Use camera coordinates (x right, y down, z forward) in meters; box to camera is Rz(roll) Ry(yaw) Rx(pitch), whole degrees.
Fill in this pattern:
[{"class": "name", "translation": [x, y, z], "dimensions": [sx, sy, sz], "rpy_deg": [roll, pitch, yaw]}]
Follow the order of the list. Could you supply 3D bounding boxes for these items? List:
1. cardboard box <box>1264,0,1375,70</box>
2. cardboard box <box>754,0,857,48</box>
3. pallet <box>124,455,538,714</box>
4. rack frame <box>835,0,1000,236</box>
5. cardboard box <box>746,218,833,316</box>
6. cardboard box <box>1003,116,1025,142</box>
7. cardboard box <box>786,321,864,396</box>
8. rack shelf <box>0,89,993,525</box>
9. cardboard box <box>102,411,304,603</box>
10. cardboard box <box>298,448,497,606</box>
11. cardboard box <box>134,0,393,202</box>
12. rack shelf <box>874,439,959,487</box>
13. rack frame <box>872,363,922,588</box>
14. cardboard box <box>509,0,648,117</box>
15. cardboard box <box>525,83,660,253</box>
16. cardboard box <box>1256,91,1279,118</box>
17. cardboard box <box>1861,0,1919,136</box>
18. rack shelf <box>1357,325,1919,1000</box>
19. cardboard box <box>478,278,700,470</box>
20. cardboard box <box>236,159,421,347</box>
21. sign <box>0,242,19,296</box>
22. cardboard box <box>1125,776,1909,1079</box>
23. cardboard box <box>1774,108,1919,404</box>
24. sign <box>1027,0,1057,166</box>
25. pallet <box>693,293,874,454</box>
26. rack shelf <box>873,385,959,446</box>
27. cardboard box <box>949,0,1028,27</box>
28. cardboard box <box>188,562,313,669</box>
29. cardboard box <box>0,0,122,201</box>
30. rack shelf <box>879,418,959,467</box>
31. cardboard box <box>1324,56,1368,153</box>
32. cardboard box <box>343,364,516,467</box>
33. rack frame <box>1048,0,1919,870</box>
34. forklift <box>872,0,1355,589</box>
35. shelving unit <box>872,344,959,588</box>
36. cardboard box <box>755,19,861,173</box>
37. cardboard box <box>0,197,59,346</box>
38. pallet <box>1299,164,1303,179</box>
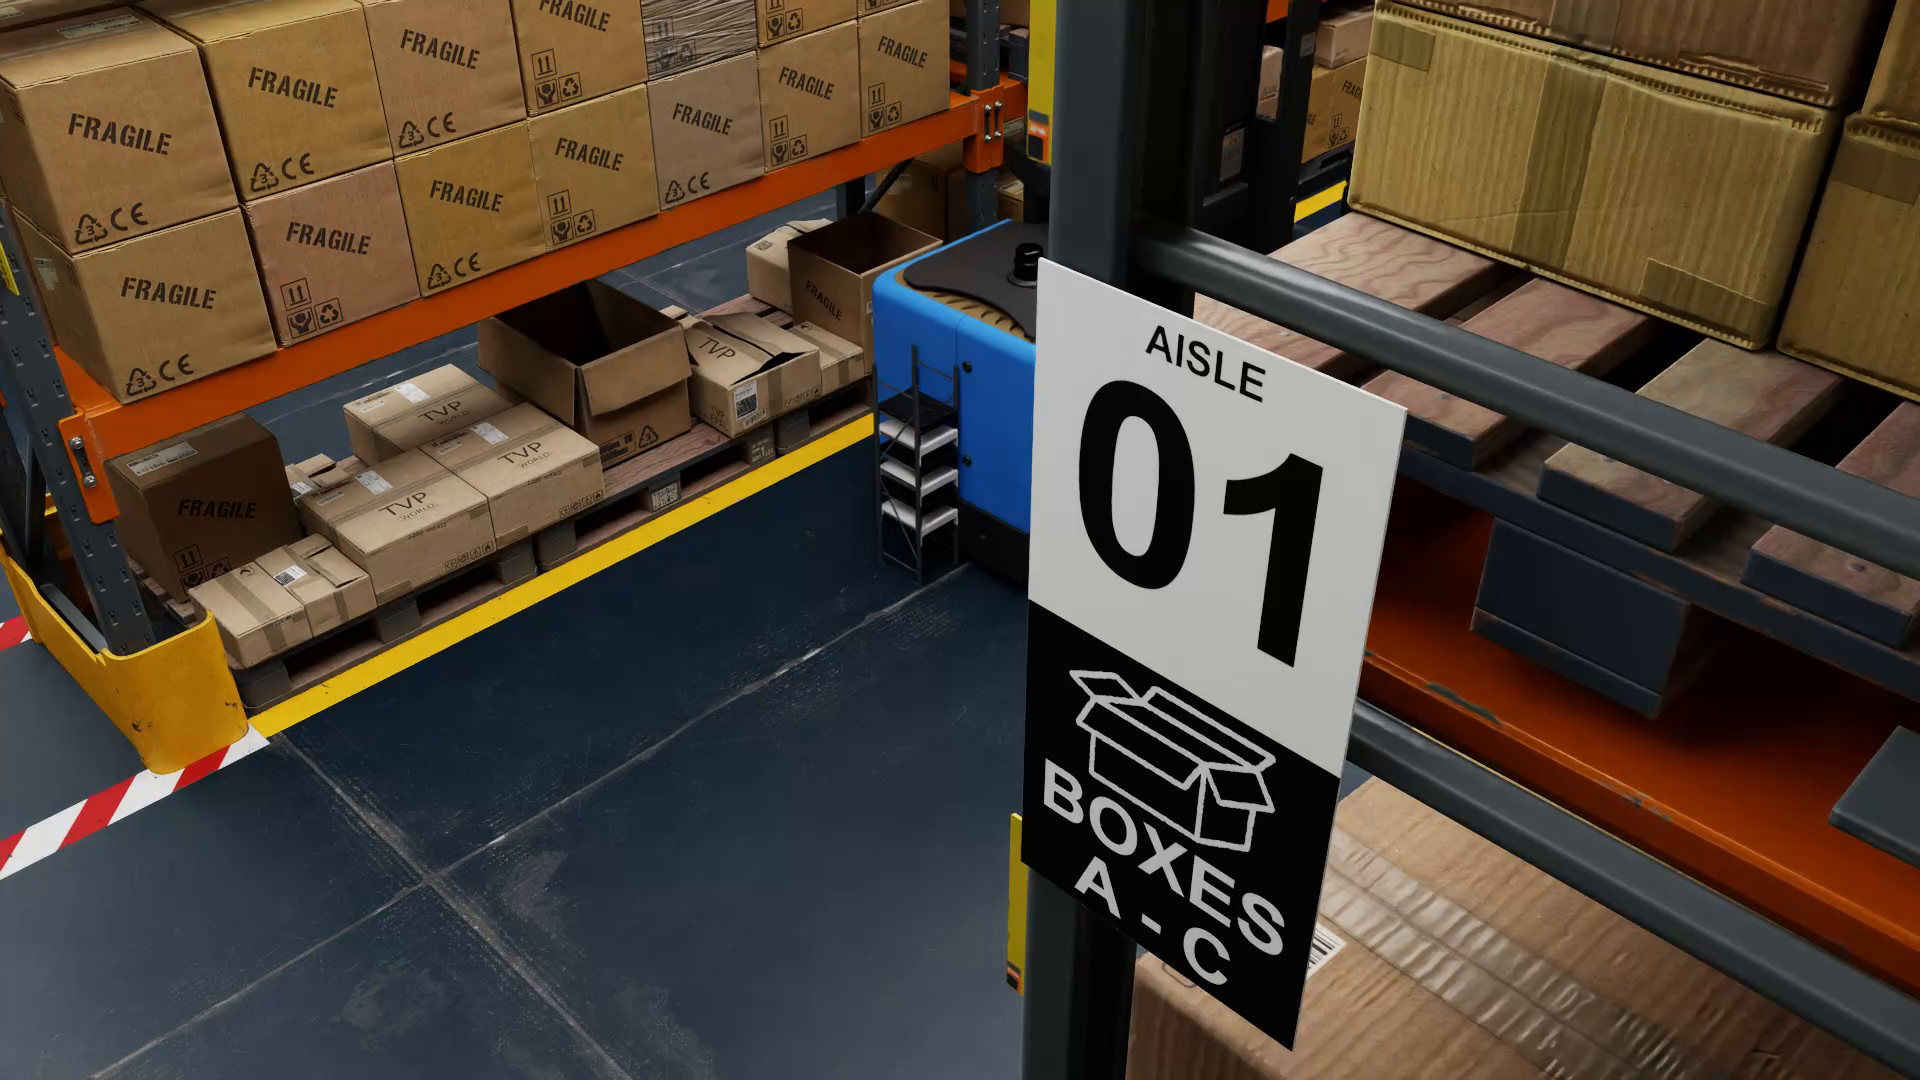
[{"class": "cardboard box", "translation": [2.067, -2.908, 9.443], "dimensions": [0.500, 0.250, 0.500], "rpy_deg": [-28, 44, -34]}, {"class": "cardboard box", "translation": [-0.754, -2.253, 6.397], "dimensions": [0.500, 0.500, 0.500], "rpy_deg": [29, 44, 35]}, {"class": "pallet", "translation": [-2.426, 0.092, 6.433], "dimensions": [1.003, 0.211, 1.213], "rpy_deg": [30, 45, 35]}, {"class": "rack frame", "translation": [-0.222, -2.320, 7.455], "dimensions": [1.000, 3.000, 0.127], "rpy_deg": [30, 45, 35]}, {"class": "cardboard box", "translation": [-0.672, -1.315, 7.979], "dimensions": [0.500, 0.311, 0.500], "rpy_deg": [30, 45, 35]}, {"class": "cardboard box", "translation": [0.276, -1.989, 8.780], "dimensions": [0.500, 0.500, 0.500], "rpy_deg": [-30, 45, -35]}, {"class": "cardboard box", "translation": [-0.644, -0.809, 7.396], "dimensions": [0.380, 0.149, 0.250], "rpy_deg": [30, 45, 35]}, {"class": "rack shelf", "translation": [-1.632, -1.213, 6.497], "dimensions": [1.077, 0.370, 4.000], "rpy_deg": [30, 45, 35]}, {"class": "cardboard box", "translation": [-2.832, -0.172, 6.175], "dimensions": [0.500, 0.500, 0.500], "rpy_deg": [30, 45, 35]}, {"class": "cardboard box", "translation": [-2.104, -0.059, 6.231], "dimensions": [0.500, 0.250, 0.500], "rpy_deg": [30, 45, 35]}, {"class": "cardboard box", "translation": [-2.178, -1.437, 5.227], "dimensions": [0.500, 0.500, 0.500], "rpy_deg": [-29, 44, -35]}, {"class": "rack shelf", "translation": [-0.165, -0.320, 6.323], "dimensions": [0.258, 0.077, 0.200], "rpy_deg": [29, 44, 35]}, {"class": "rack frame", "translation": [-0.236, -0.232, 6.296], "dimensions": [0.240, 0.900, 0.006], "rpy_deg": [29, 44, 35]}, {"class": "cardboard box", "translation": [-1.465, -1.845, 5.811], "dimensions": [0.500, 0.500, 0.500], "rpy_deg": [29, 44, 35]}, {"class": "cardboard box", "translation": [-1.472, -1.428, 6.088], "dimensions": [0.500, 0.500, 0.500], "rpy_deg": [-29, 44, -35]}, {"class": "cardboard box", "translation": [1.373, -2.200, 9.082], "dimensions": [0.500, 0.500, 0.500], "rpy_deg": [28, 43, 34]}, {"class": "cardboard box", "translation": [1.163, -0.590, 1.373], "dimensions": [0.500, 0.500, 0.500], "rpy_deg": [28, 43, 34]}, {"class": "rack shelf", "translation": [1.886, -0.449, 2.778], "dimensions": [1.077, 0.370, 4.000], "rpy_deg": [30, 45, 35]}, {"class": "cardboard box", "translation": [-1.543, -0.712, 6.947], "dimensions": [0.797, 0.503, 0.637], "rpy_deg": [30, 45, 35]}, {"class": "cardboard box", "translation": [-2.181, -1.023, 5.507], "dimensions": [0.500, 0.500, 0.500], "rpy_deg": [29, 44, 35]}, {"class": "sign", "translation": [-2.656, -0.833, 4.566], "dimensions": [0.100, 0.325, 0.005], "rpy_deg": [30, 45, 35]}, {"class": "cardboard box", "translation": [0.829, 0.964, 2.483], "dimensions": [0.700, 0.700, 0.980], "rpy_deg": [-28, 43, -34]}, {"class": "cardboard box", "translation": [1.166, -0.281, 1.585], "dimensions": [0.500, 0.250, 0.500], "rpy_deg": [-27, 43, -33]}, {"class": "sign", "translation": [0.102, -0.487, 1.499], "dimensions": [0.100, 0.325, 0.005], "rpy_deg": [30, 45, 35]}, {"class": "pallet", "translation": [-0.707, -0.898, 7.853], "dimensions": [1.003, 0.211, 1.213], "rpy_deg": [30, 45, 35]}, {"class": "rack shelf", "translation": [-0.165, -0.467, 6.220], "dimensions": [0.258, 0.077, 0.200], "rpy_deg": [29, 44, 35]}, {"class": "cardboard box", "translation": [0.270, -2.636, 7.453], "dimensions": [0.700, 0.500, 0.500], "rpy_deg": [15, 38, 21]}, {"class": "cardboard box", "translation": [-2.502, 0.261, 5.861], "dimensions": [0.380, 0.149, 0.250], "rpy_deg": [30, 45, 35]}, {"class": "cardboard box", "translation": [-2.922, -1.439, 5.230], "dimensions": [0.500, 0.500, 0.500], "rpy_deg": [29, 44, 35]}, {"class": "rack shelf", "translation": [-0.165, -0.394, 6.271], "dimensions": [0.258, 0.077, 0.200], "rpy_deg": [29, 44, 35]}, {"class": "cardboard box", "translation": [2.103, -2.625, 9.692], "dimensions": [0.500, 0.500, 0.500], "rpy_deg": [-28, 44, -34]}, {"class": "cardboard box", "translation": [-2.142, -0.443, 6.782], "dimensions": [0.500, 0.250, 0.500], "rpy_deg": [30, 45, 35]}, {"class": "rack frame", "translation": [0.477, -1.162, 0.550], "dimensions": [1.000, 3.000, 0.127], "rpy_deg": [30, 45, 35]}, {"class": "forklift", "translation": [1.038, -1.732, 6.671], "dimensions": [1.130, 2.935, 3.031], "rpy_deg": [29, 44, 35]}, {"class": "shelving unit", "translation": [-0.165, -0.273, 6.355], "dimensions": [0.258, 0.900, 0.210], "rpy_deg": [29, 44, 35]}, {"class": "cardboard box", "translation": [-0.755, -1.845, 6.686], "dimensions": [0.500, 0.500, 0.500], "rpy_deg": [-29, 44, -34]}, {"class": "cardboard box", "translation": [-2.918, -1.029, 5.516], "dimensions": [0.500, 0.500, 0.500], "rpy_deg": [-28, 44, -34]}, {"class": "pallet", "translation": [1.183, -2.020, 9.462], "dimensions": [1.003, 0.211, 1.213], "rpy_deg": [30, 45, 35]}]
